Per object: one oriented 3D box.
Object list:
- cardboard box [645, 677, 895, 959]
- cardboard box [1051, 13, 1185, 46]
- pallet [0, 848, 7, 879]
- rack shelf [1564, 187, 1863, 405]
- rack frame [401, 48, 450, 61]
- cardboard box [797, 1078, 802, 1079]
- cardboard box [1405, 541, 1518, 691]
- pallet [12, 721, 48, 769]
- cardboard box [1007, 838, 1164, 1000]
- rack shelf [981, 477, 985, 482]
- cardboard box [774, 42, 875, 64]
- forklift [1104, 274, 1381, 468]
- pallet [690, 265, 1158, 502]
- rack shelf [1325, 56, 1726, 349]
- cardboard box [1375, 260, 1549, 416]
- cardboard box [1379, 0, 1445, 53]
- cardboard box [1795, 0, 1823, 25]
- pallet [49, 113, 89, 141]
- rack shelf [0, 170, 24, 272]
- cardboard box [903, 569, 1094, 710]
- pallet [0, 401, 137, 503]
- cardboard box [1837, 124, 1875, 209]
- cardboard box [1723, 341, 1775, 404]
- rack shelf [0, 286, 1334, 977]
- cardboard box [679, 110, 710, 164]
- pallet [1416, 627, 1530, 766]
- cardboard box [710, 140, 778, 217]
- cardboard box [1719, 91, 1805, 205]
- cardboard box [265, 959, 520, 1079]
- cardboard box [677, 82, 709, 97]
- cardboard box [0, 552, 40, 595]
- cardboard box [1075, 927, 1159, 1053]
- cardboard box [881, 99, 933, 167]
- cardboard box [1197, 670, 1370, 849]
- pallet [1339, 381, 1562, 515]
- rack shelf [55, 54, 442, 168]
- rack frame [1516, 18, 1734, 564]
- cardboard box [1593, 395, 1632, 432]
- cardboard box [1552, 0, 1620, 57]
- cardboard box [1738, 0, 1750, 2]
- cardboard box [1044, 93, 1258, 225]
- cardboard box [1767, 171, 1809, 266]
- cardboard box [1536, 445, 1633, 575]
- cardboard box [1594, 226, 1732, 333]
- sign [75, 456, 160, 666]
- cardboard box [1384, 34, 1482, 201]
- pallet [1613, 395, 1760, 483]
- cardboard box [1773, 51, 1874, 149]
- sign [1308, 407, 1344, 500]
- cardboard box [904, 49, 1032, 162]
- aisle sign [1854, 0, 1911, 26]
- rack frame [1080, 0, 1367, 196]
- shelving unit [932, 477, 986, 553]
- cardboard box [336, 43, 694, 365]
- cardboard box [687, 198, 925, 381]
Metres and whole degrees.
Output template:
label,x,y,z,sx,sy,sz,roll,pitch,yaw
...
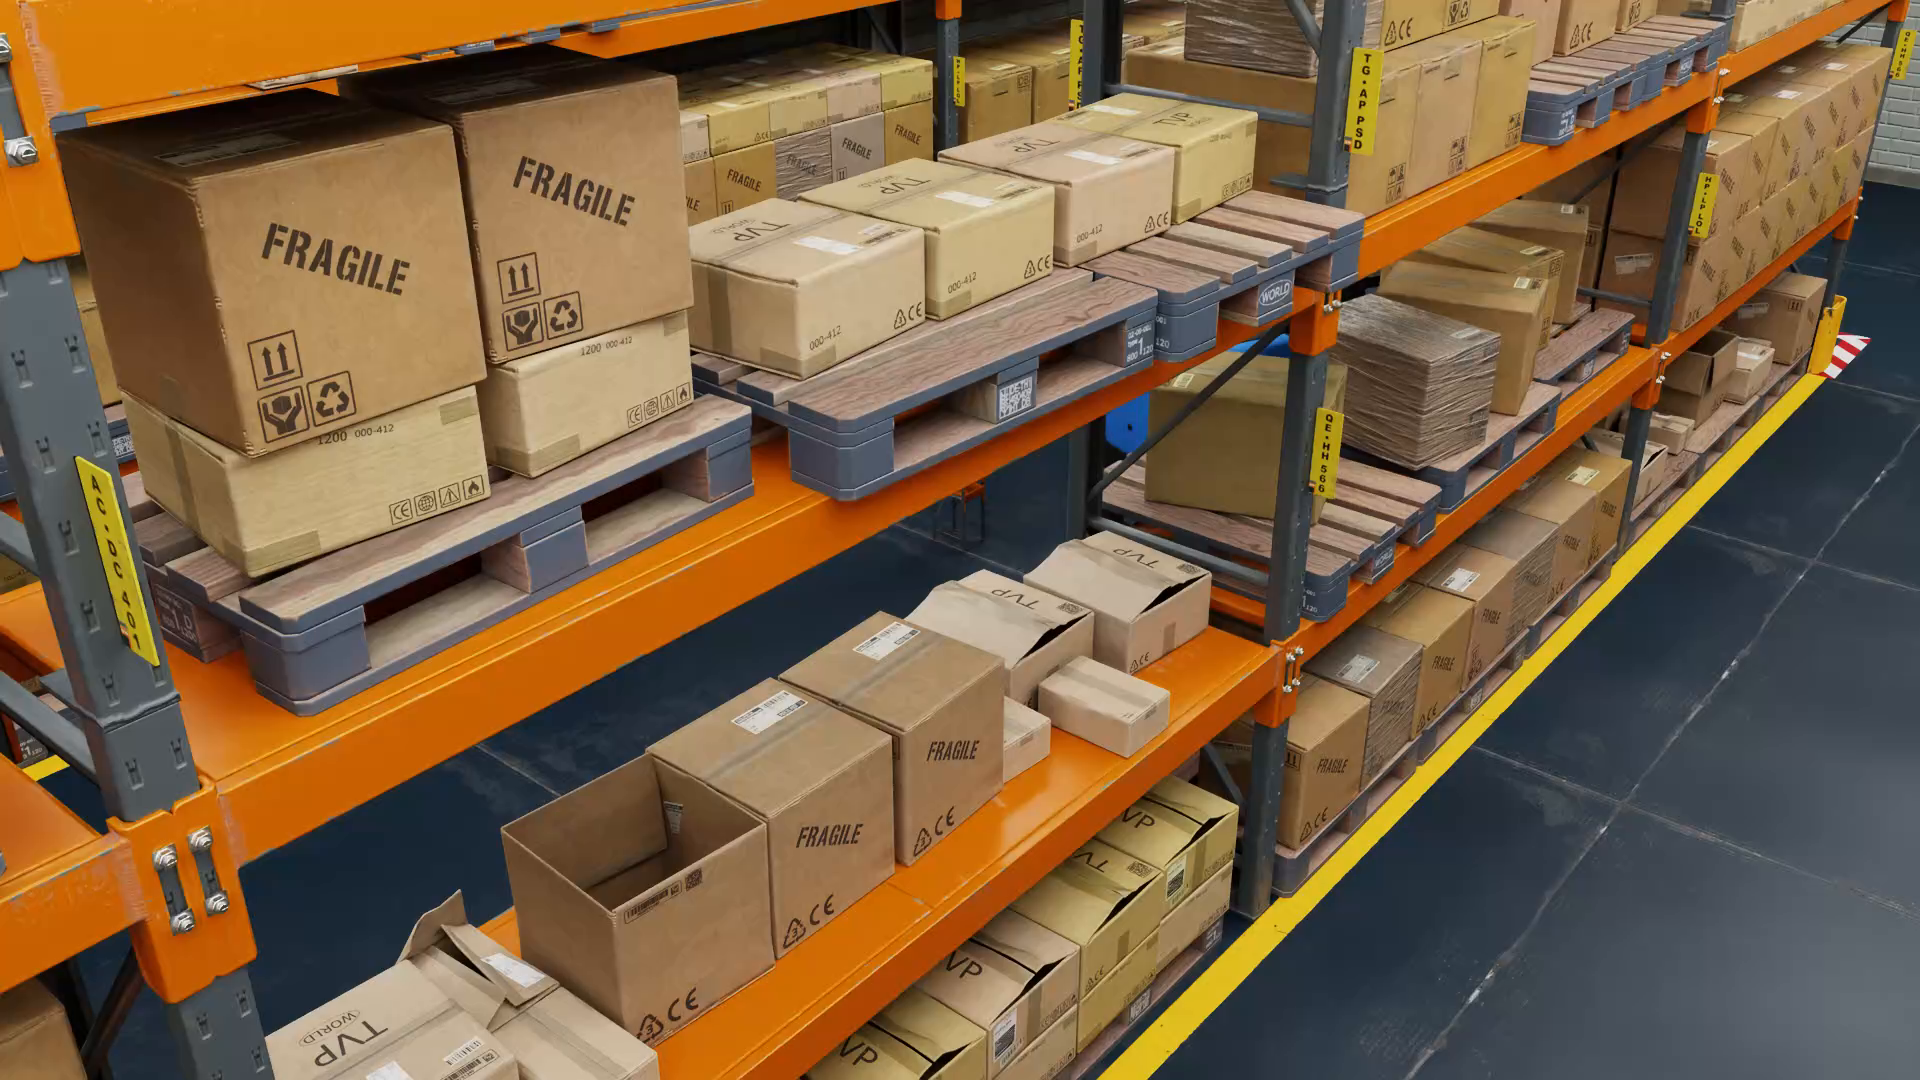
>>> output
label,x,y,z,sx,sy,sz,roll,pitch,yaw
cardboard box,-0.542,0.794,4.841,0.500,0.500,0.500,21,34,34
cardboard box,1.340,-3.919,13.734,0.980,0.700,0.700,20,34,34
pallet,-2.220,0.488,2.375,1.003,0.211,1.213,21,34,34
rack shelf,4.664,-1.755,10.662,1.077,0.370,4.000,21,34,34
rack frame,-2.978,-1.394,9.180,1.000,3.000,0.127,21,34,34
cardboard box,-0.591,1.823,4.887,0.500,0.311,0.500,19,33,33
cardboard box,2.337,0.339,8.071,0.500,0.500,0.500,19,33,33
pallet,-5.028,0.986,7.614,1.003,0.211,1.213,21,34,34
cardboard box,0.379,1.282,5.933,0.500,0.311,0.500,20,34,34
rack shelf,-0.009,-0.382,9.540,0.258,0.103,0.180,21,34,34
cardboard box,-0.927,-3.244,11.485,0.500,0.250,0.500,22,35,36
forklift,2.299,-1.904,10.242,3.031,2.935,1.130,-15,31,-26
pallet,-0.224,-0.532,4.455,1.003,0.211,1.213,23,35,37
rack shelf,2.119,-1.669,7.231,1.077,0.370,4.000,21,34,34
cardboard box,2.315,-0.952,7.760,0.700,0.500,0.500,12,30,22
cardboard box,1.454,-2.102,6.087,0.500,0.500,0.500,21,34,34
cardboard box,4.532,-3.085,9.347,0.500,0.250,0.500,21,34,34
pallet,-4.390,-1.781,6.868,1.213,0.211,1.003,21,34,34
rack shelf,-2.969,0.012,1.151,1.077,0.370,4.000,21,34,34
cardboard box,0.129,0.352,5.901,0.500,0.311,0.500,20,34,34
pallet,-4.205,-0.595,7.844,1.003,0.211,1.213,21,34,34
cardboard box,5.861,-2.590,11.383,0.500,0.500,0.500,22,35,36
cardboard box,5.153,-1.165,11.252,0.500,0.250,0.500,21,34,34
rack shelf,-0.425,-0.251,4.489,1.077,0.370,4.000,21,34,34
cardboard box,-1.834,-2.367,9.791,0.500,0.250,0.500,21,34,35
pallet,2.128,0.607,8.348,1.003,0.211,1.213,21,34,34
cardboard box,-1.489,-2.222,10.327,0.500,0.500,0.500,22,34,36
cardboard box,4.564,-2.304,9.743,0.500,0.500,0.500,20,33,33
cardboard box,-1.418,1.350,4.039,0.500,0.250,0.500,23,35,37
cardboard box,-1.905,-2.693,10.421,0.500,0.250,0.500,20,33,33
cardboard box,-4.461,-0.003,7.916,0.500,0.250,0.500,20,33,33
cardboard box,0.376,1.529,6.066,0.500,0.250,0.500,20,34,34
cardboard box,-0.532,-2.760,11.367,0.500,0.500,0.500,20,33,34
cardboard box,1.357,0.889,7.008,0.500,0.500,0.500,22,35,36
pallet,2.081,-0.553,7.764,1.003,0.211,1.213,21,34,34
rack shelf,-4.250,-1.698,7.286,1.077,0.370,4.000,21,34,34
rack frame,3.392,-1.366,9.126,1.000,3.000,0.127,21,34,34
cardboard box,4.012,-0.918,10.707,0.500,0.311,0.500,21,34,34
cardboard box,2.607,-2.573,7.519,0.600,0.600,0.600,20,34,34
cardboard box,3.893,-2.953,8.549,0.500,0.250,0.500,21,34,34
cardboard box,0.602,-1.222,5.290,0.500,0.250,0.500,18,32,31
cardboard box,4.891,-2.051,10.342,0.500,0.500,0.500,20,34,34
cardboard box,3.299,-0.192,9.099,0.500,0.500,0.500,21,34,34
cardboard box,3.926,-1.511,9.298,0.500,0.500,0.500,22,34,36
sign,-1.268,0.035,2.504,0.100,0.325,0.005,21,34,34
cardboard box,1.423,-1.670,6.339,0.910,0.500,0.500,21,34,34
pallet,4.605,-0.805,11.076,1.003,0.211,1.213,21,34,34
cardboard box,5.544,-2.855,10.807,0.500,0.500,0.500,22,34,36
sign,1.278,-0.301,5.807,0.100,0.325,0.005,21,34,34
cardboard box,-0.076,-3.133,12.215,0.980,0.700,0.700,21,34,35
aisle sign,6.216,-3.873,11.143,0.394,0.787,0.004,21,34,34
rack frame,0.847,-2.612,5.006,1.000,3.000,0.127,21,34,34
shelving unit,-0.009,-0.528,9.464,0.258,1.200,0.189,21,34,34
cardboard box,-0.930,-0.730,3.523,0.500,0.500,0.500,-25,36,-39
cardboard box,-0.434,-0.642,4.167,0.500,0.250,0.500,18,32,30
